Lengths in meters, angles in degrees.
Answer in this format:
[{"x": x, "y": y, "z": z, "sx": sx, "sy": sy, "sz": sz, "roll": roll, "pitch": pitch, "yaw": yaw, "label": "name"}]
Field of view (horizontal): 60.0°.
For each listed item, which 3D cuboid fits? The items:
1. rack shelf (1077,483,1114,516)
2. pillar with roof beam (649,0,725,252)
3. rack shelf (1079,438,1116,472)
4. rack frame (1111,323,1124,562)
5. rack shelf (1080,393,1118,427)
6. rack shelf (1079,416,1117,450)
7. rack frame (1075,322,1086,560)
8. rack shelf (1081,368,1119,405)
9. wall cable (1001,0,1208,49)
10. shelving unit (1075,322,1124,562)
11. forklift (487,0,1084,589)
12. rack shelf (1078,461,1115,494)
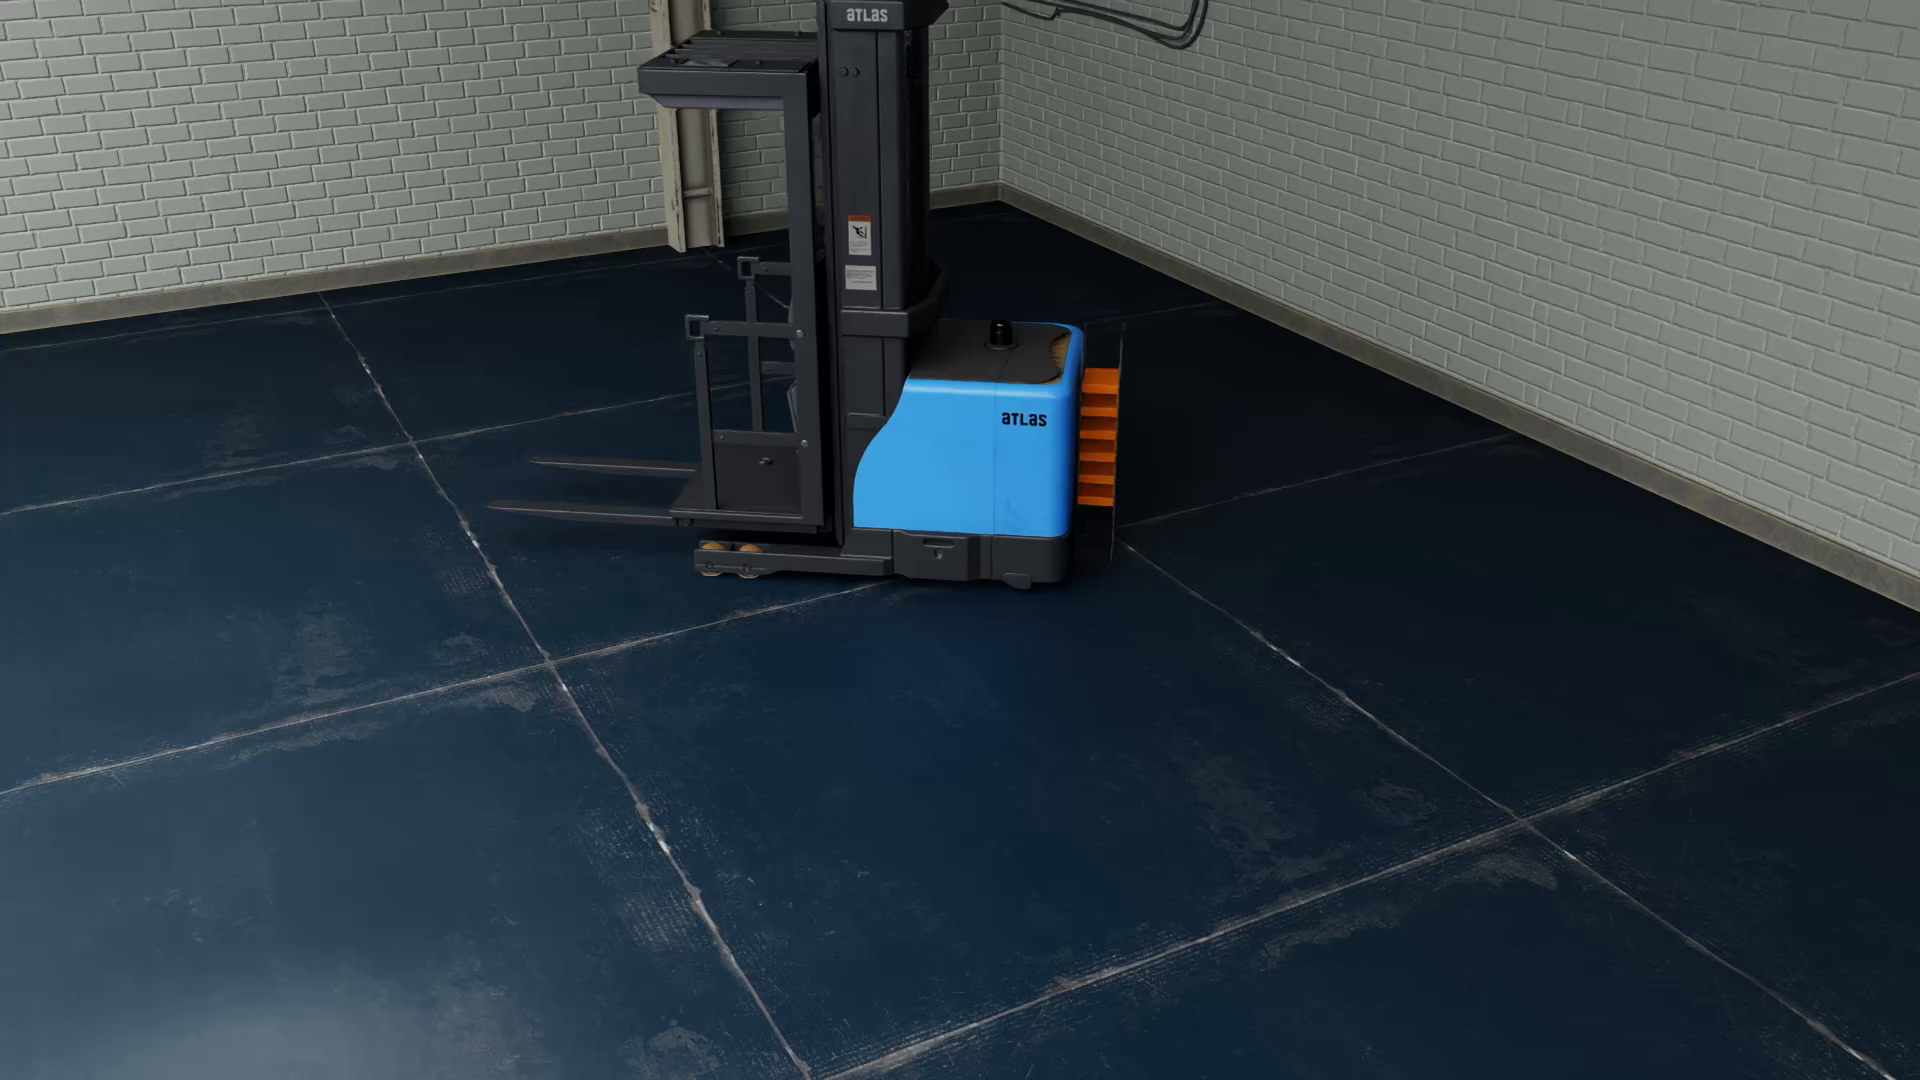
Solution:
[{"x": 0.698, "y": -0.226, "z": 8.492, "sx": 0.180, "sy": 0.103, "sz": 0.258, "roll": 3, "pitch": 26, "yaw": 7, "label": "rack shelf"}, {"x": -0.175, "y": -4.876, "z": 8.509, "sx": 0.400, "sy": 9.000, "sz": 9.100, "roll": -13, "pitch": 29, "yaw": -25, "label": "pillar with roof beam"}, {"x": 0.698, "y": -0.443, "z": 8.388, "sx": 0.180, "sy": 0.103, "sz": 0.258, "roll": 3, "pitch": 26, "yaw": 7, "label": "rack shelf"}, {"x": 0.789, "y": -0.477, "z": 8.358, "sx": 0.006, "sy": 1.200, "sz": 0.240, "roll": 3, "pitch": 26, "yaw": 7, "label": "rack frame"}, {"x": 0.698, "y": -0.659, "z": 8.284, "sx": 0.180, "sy": 0.103, "sz": 0.258, "roll": 3, "pitch": 26, "yaw": 7, "label": "rack shelf"}, {"x": 0.698, "y": -0.551, "z": 8.336, "sx": 0.180, "sy": 0.103, "sz": 0.258, "roll": 3, "pitch": 26, "yaw": 7, "label": "rack shelf"}, {"x": 0.607, "y": -0.488, "z": 8.379, "sx": 0.006, "sy": 1.200, "sz": 0.240, "roll": 3, "pitch": 26, "yaw": 7, "label": "rack frame"}, {"x": 0.698, "y": -0.767, "z": 8.232, "sx": 0.180, "sy": 0.103, "sz": 0.258, "roll": 3, "pitch": 26, "yaw": 7, "label": "rack shelf"}, {"x": 1.021, "y": -5.215, "z": 12.803, "sx": 0.112, "sy": 2.526, "sz": 3.097, "roll": -13, "pitch": 29, "yaw": -25, "label": "wall cable"}, {"x": 0.698, "y": -0.483, "z": 8.369, "sx": 0.189, "sy": 1.200, "sz": 0.258, "roll": 3, "pitch": 26, "yaw": 7, "label": "shelving unit"}, {"x": -0.904, "y": -1.349, "z": 8.174, "sx": 3.031, "sy": 2.935, "sz": 1.130, "roll": 3, "pitch": 26, "yaw": 7, "label": "forklift"}, {"x": 0.698, "y": -0.334, "z": 8.440, "sx": 0.180, "sy": 0.103, "sz": 0.258, "roll": 3, "pitch": 26, "yaw": 7, "label": "rack shelf"}]
